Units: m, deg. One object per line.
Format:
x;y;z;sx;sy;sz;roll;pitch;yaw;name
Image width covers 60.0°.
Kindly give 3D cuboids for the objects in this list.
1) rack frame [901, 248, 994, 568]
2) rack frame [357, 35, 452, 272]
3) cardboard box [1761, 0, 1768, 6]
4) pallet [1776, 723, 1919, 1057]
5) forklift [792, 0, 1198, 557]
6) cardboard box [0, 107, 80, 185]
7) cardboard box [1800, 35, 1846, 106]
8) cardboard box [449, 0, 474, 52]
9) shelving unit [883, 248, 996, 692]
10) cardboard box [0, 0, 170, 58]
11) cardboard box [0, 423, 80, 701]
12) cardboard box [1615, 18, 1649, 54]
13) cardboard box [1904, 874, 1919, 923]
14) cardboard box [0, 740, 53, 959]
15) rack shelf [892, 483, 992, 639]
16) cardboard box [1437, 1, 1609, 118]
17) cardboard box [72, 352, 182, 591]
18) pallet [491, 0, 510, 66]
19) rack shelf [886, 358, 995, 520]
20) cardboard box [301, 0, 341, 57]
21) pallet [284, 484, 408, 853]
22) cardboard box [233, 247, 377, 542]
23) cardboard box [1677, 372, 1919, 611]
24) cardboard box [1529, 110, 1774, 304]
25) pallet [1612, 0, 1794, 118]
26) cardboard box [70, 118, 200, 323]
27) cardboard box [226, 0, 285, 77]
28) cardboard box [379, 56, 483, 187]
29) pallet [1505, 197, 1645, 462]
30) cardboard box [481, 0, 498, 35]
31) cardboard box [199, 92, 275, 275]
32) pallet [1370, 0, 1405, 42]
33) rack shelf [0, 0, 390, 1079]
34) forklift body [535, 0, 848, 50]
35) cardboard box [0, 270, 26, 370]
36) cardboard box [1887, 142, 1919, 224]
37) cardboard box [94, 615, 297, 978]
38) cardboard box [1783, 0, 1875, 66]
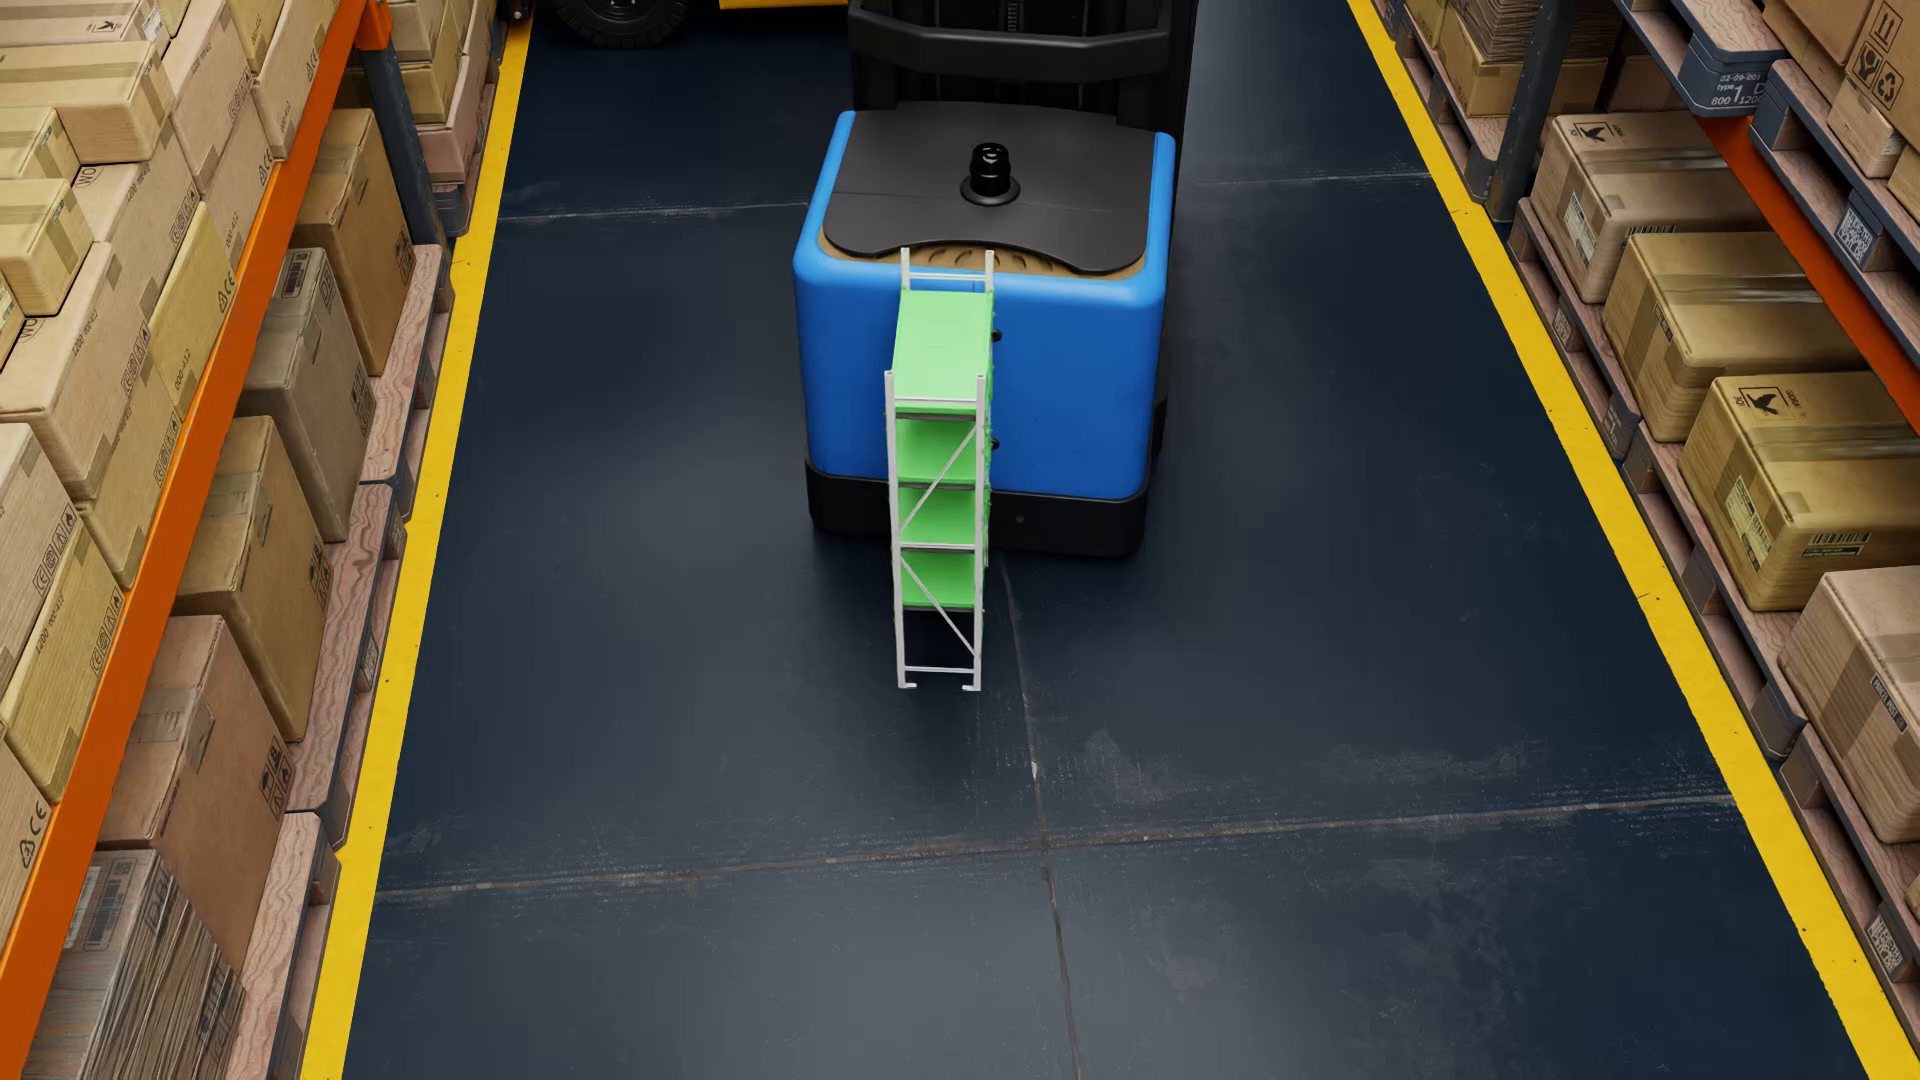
-0.033;-0.336;4.742;0.240;1.200;0.015;2;47;2;rack frame
-2.402;-2.013;5.091;1.000;3.000;0.127;-3;47;-3;rack frame
2.388;-1.575;4.560;0.380;0.149;0.250;-1;47;-1;cardboard box
2.815;0.970;4.186;1.003;0.211;1.213;-3;47;-3;pallet
0.224;-2.034;5.157;1.130;2.935;3.031;5;47;5;forklift
-2.037;-0.741;3.370;0.380;0.149;0.250;-3;47;-3;cardboard box
2.386;-1.207;4.211;0.380;0.149;0.250;-3;47;-3;cardboard box
-2.179;-2.117;6.449;0.500;0.250;0.500;-4;47;-4;cardboard box
-0.046;-0.159;4.575;0.258;1.200;0.503;2;47;2;shelving unit
-2.015;-1.114;3.724;0.380;0.149;0.250;-3;47;-3;cardboard box
-1.901;0.062;2.884;0.500;0.250;0.500;-2;47;-2;cardboard box
2.764;-2.218;6.373;0.500;0.500;0.500;-1;47;-1;cardboard box
2.842;0.926;3.828;0.950;0.372;0.625;-6;47;-6;cardboard box
-1.860;0.596;2.723;0.500;0.250;0.500;-3;47;-3;cardboard box
-0.046;0.050;4.795;0.258;0.148;0.480;2;47;2;rack shelf
2.227;-1.928;6.615;0.500;0.250;0.500;-2;47;-1;cardboard box
-1.948;-0.140;3.420;0.500;0.250;0.500;-5;47;-5;cardboard box
-2.532;-2.517;7.489;1.003;0.211;1.213;-3;47;-3;pallet
-0.046;-0.281;4.447;0.258;0.148;0.480;2;47;2;rack shelf
-2.099;-1.613;4.815;0.500;0.250;0.500;-3;47;-2;cardboard box
-2.196;0.361;4.763;1.003;0.211;1.213;-3;47;-3;pallet
-2.289;-0.402;4.912;0.875;0.625;0.625;-4;47;-4;cardboard box
2.714;-0.156;4.853;0.950;0.372;0.625;-2;47;-2;cardboard box
2.591;-1.179;5.822;0.950;0.372;0.625;-3;47;-3;cardboard box
2.463;-1.690;4.917;1.003;0.211;1.213;-3;47;-3;pallet
-1.995;-0.686;3.592;0.500;0.250;0.500;-3;47;-3;cardboard box
-2.056;-1.422;4.290;0.500;0.250;0.500;-5;47;-4;cardboard box
-2.112;-1.582;6.287;0.500;0.250;0.500;-3;47;-3;cardboard box
2.611;-0.796;5.858;1.003;0.211;1.213;-3;47;-3;pallet
-2.229;-2.320;6.985;0.500;0.250;0.500;-3;47;-3;cardboard box
-2.040;-0.889;4.129;0.500;0.250;0.500;-3;47;-3;cardboard box
2.348;-2.727;7.688;1.003;0.211;1.213;-3;47;-3;pallet
-2.234;-0.319;3.982;1.077;0.370;4.000;-3;47;-3;rack shelf
-0.760;-3.354;6.946;2.313;2.155;1.214;-3;47;-3;forklift body
-1.956;-0.371;3.020;0.380;0.149;0.250;-3;47;-3;cardboard box
2.409;-0.821;3.845;0.380;0.149;0.250;-5;47;-5;cardboard box
-2.168;0.628;3.935;0.875;0.625;0.625;-2;47;-2;cardboard box
2.368;-1.521;4.062;0.500;0.500;0.500;-4;47;-4;cardboard box
